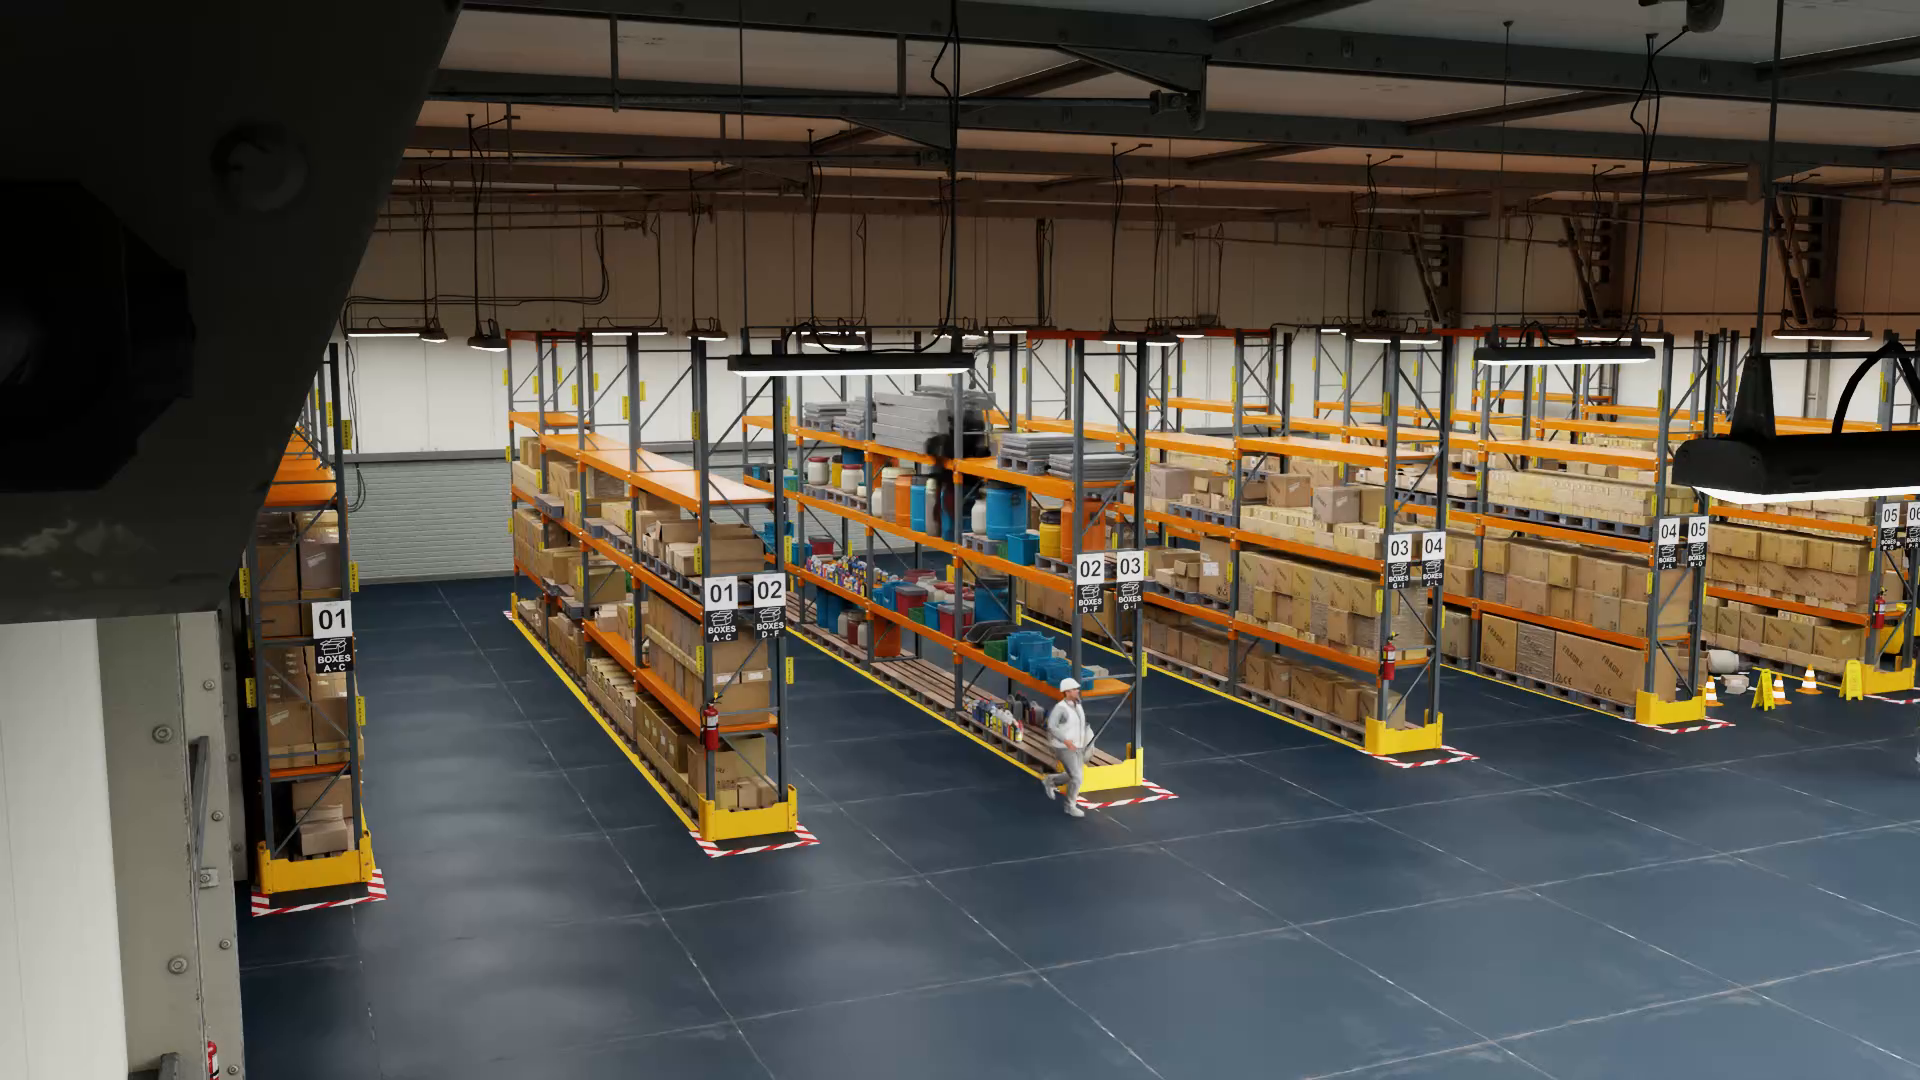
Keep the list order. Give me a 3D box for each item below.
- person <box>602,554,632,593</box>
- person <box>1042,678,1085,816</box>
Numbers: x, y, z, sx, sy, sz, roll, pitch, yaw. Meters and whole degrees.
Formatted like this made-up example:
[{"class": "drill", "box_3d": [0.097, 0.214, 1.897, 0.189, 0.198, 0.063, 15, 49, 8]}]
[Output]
[{"class": "person", "box_3d": [-7.299, 0.657, 35.511, 0.639, 1.721, 0.683, 7, 11, 44]}, {"class": "person", "box_3d": [1.334, 2.615, 21.224, 0.676, 1.746, 0.700, 5, 9, 33]}]
